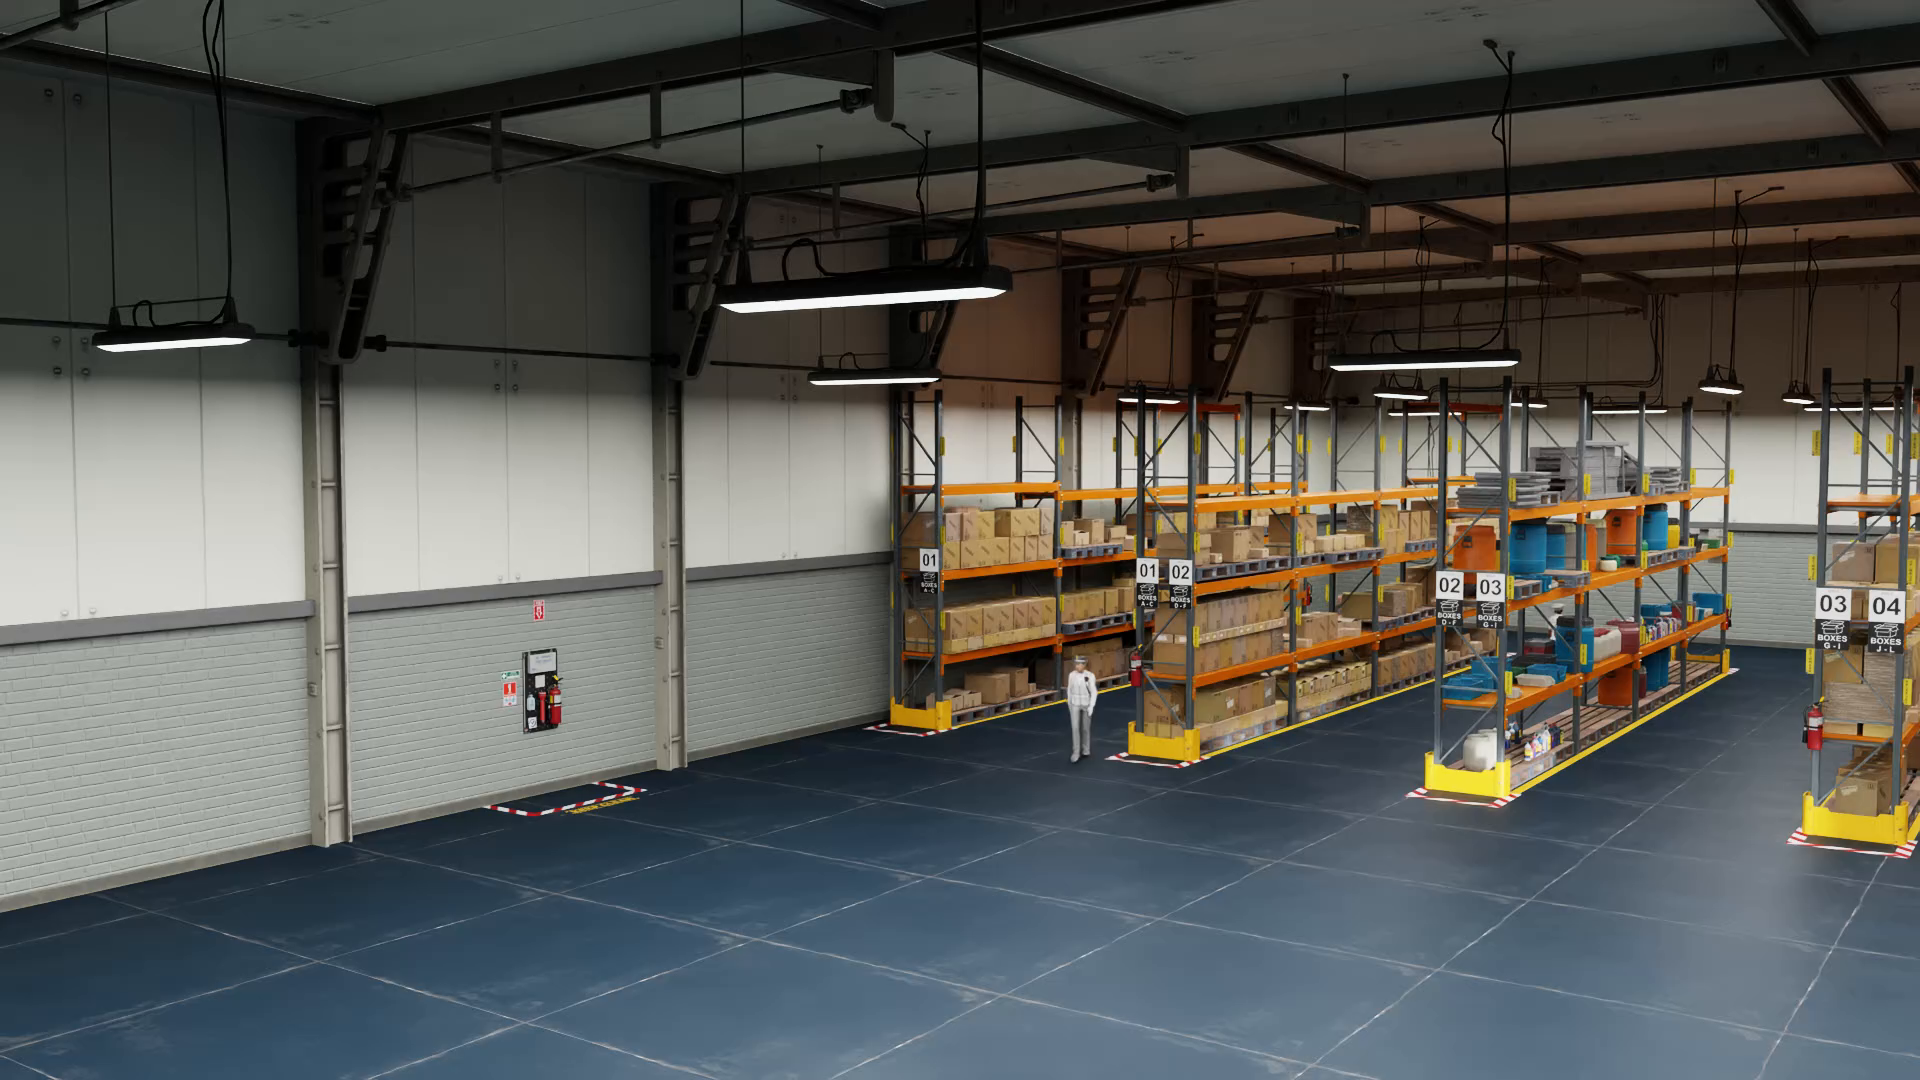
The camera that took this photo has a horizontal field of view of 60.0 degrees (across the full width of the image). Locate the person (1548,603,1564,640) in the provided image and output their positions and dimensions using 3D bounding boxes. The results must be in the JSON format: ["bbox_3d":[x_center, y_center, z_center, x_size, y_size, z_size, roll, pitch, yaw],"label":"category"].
[{"bbox_3d":[12.694,2.182,35.206,0.513,1.674,0.483,2,4,34],"label":"person"}]

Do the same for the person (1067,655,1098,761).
[{"bbox_3d":[1.946,2.661,26.586,0.506,1.644,0.857,1,3,11],"label":"person"}]

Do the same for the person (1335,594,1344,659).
[{"bbox_3d":[8.692,2.057,37.545,0.745,1.685,0.654,3,4,44],"label":"person"}]
